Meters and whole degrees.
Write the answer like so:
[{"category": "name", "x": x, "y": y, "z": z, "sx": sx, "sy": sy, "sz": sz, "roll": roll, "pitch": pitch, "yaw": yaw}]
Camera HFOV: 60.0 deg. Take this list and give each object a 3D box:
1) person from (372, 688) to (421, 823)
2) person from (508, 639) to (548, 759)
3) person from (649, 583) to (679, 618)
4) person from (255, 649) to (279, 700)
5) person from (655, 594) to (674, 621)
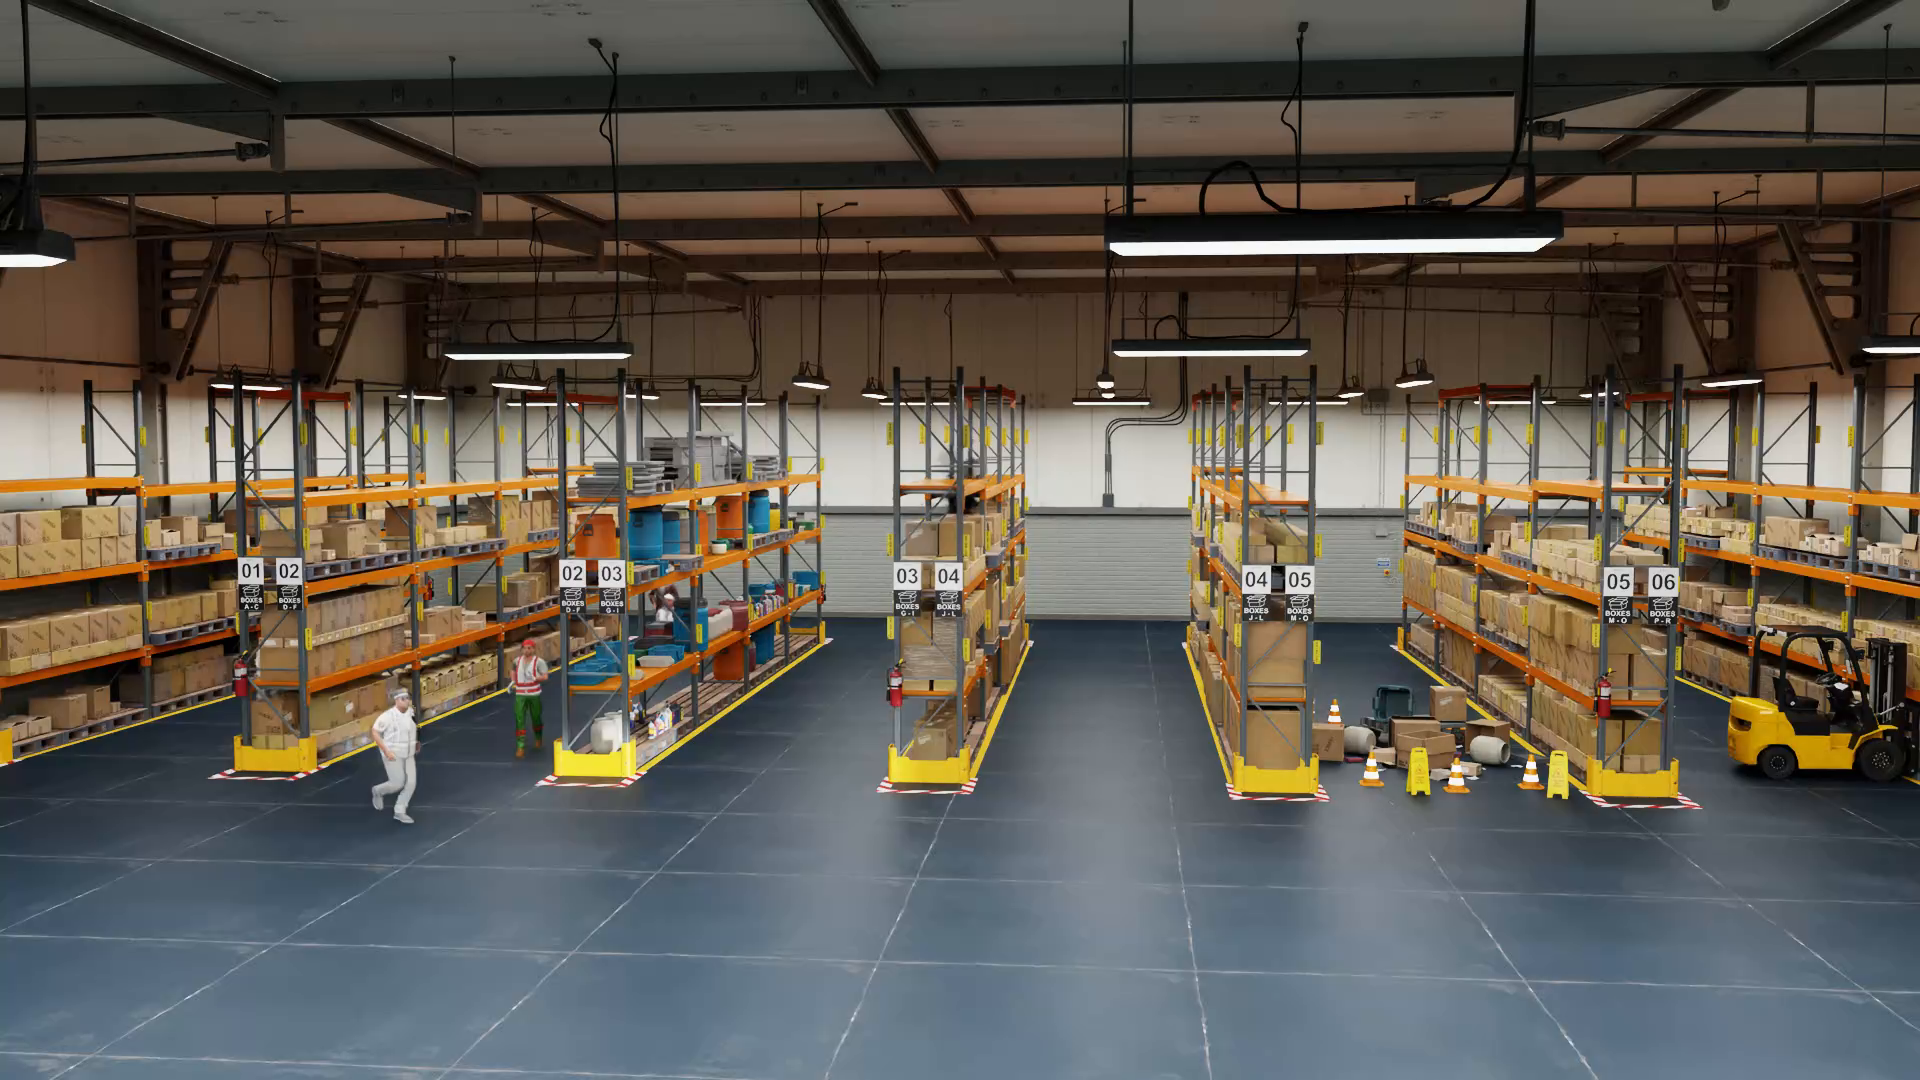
[{"category": "person", "x": -7.374, "y": 2.791, "z": 21.750, "sx": 0.656, "sy": 1.754, "sz": 0.684, "roll": 2, "pitch": 4, "yaw": 28}, {"category": "person", "x": -6.792, "y": 2.460, "z": 26.154, "sx": 0.655, "sy": 1.817, "sz": 0.892, "roll": 0, "pitch": 4, "yaw": -3}, {"category": "person", "x": -7.063, "y": 1.682, "z": 39.609, "sx": 0.725, "sy": 1.791, "sz": 0.741, "roll": 0, "pitch": 4, "yaw": -5}, {"category": "person", "x": -11.793, "y": 2.390, "z": 28.388, "sx": 0.597, "sy": 1.744, "sz": 0.701, "roll": 0, "pitch": 4, "yaw": -2}, {"category": "person", "x": -6.078, "y": 1.987, "z": 34.649, "sx": 0.656, "sy": 1.722, "sz": 0.603, "roll": 0, "pitch": 4, "yaw": 7}]
